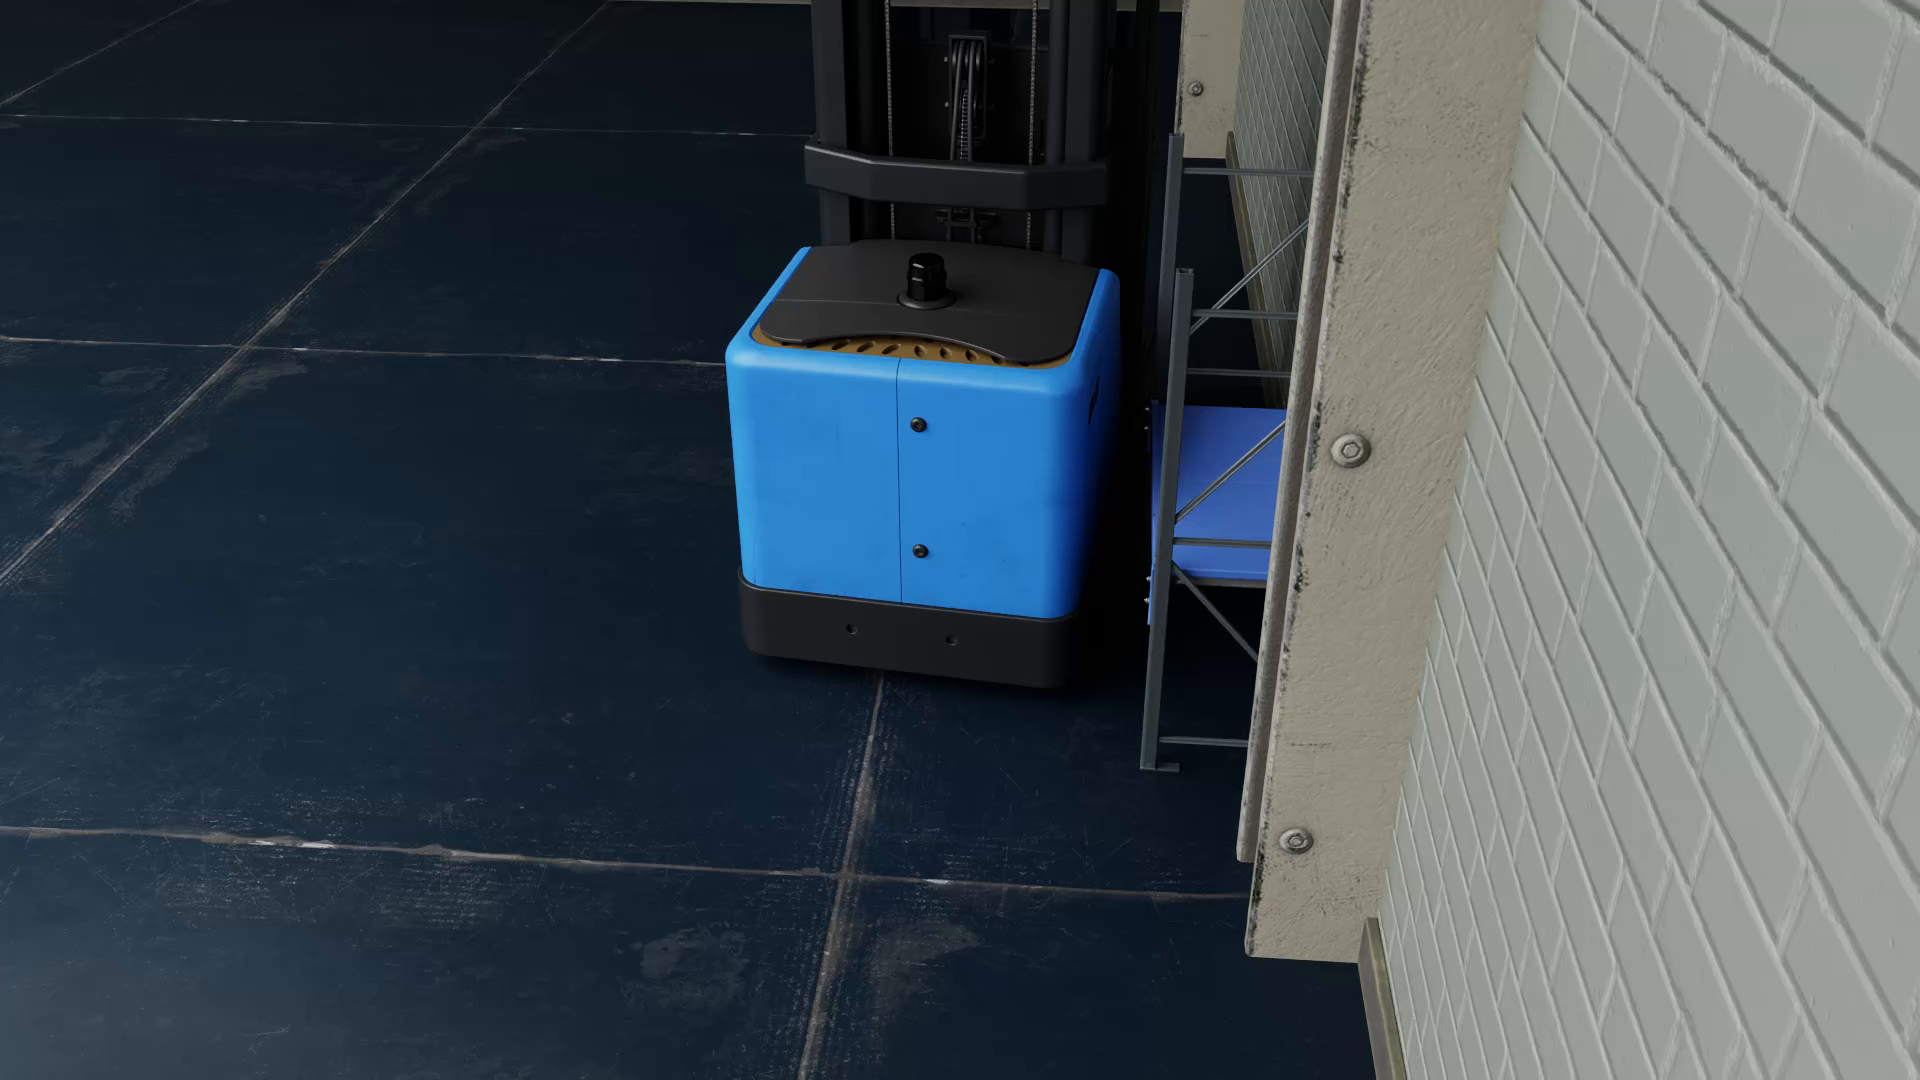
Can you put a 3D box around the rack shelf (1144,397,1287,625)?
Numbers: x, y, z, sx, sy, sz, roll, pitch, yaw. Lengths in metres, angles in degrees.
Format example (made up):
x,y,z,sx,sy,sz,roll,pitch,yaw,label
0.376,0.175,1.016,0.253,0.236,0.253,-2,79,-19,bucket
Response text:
x,y,z,sx,sy,sz,roll,pitch,yaw,label
0.805,-0.097,4.821,0.538,0.185,1.000,3,32,4,rack shelf

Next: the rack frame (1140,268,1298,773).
x,y,z,sx,sy,sz,roll,pitch,yaw,label
0.759,0.016,4.295,0.500,1.500,0.032,3,32,4,rack frame

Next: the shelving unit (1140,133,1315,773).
x,y,z,sx,sy,sz,roll,pitch,yaw,label
0.805,-0.250,4.726,0.538,1.500,1.048,3,32,4,shelving unit

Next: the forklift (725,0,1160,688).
x,y,z,sx,sy,sz,roll,pitch,yaw,label
0.122,-1.571,5.506,1.130,2.935,3.031,6,32,10,forklift

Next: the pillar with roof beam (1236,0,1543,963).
x,y,z,sx,sy,sz,roll,pitch,yaw,label
-3.417,-3.089,2.185,9.100,9.000,0.400,2,32,4,pillar with roof beam

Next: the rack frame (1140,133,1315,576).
x,y,z,sx,sy,sz,roll,pitch,yaw,label
0.852,-0.516,5.157,0.500,1.500,0.032,3,32,4,rack frame

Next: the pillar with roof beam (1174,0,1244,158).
x,y,z,sx,sy,sz,roll,pitch,yaw,label
-2.929,-6.226,7.276,9.100,9.000,0.400,2,32,4,pillar with roof beam
